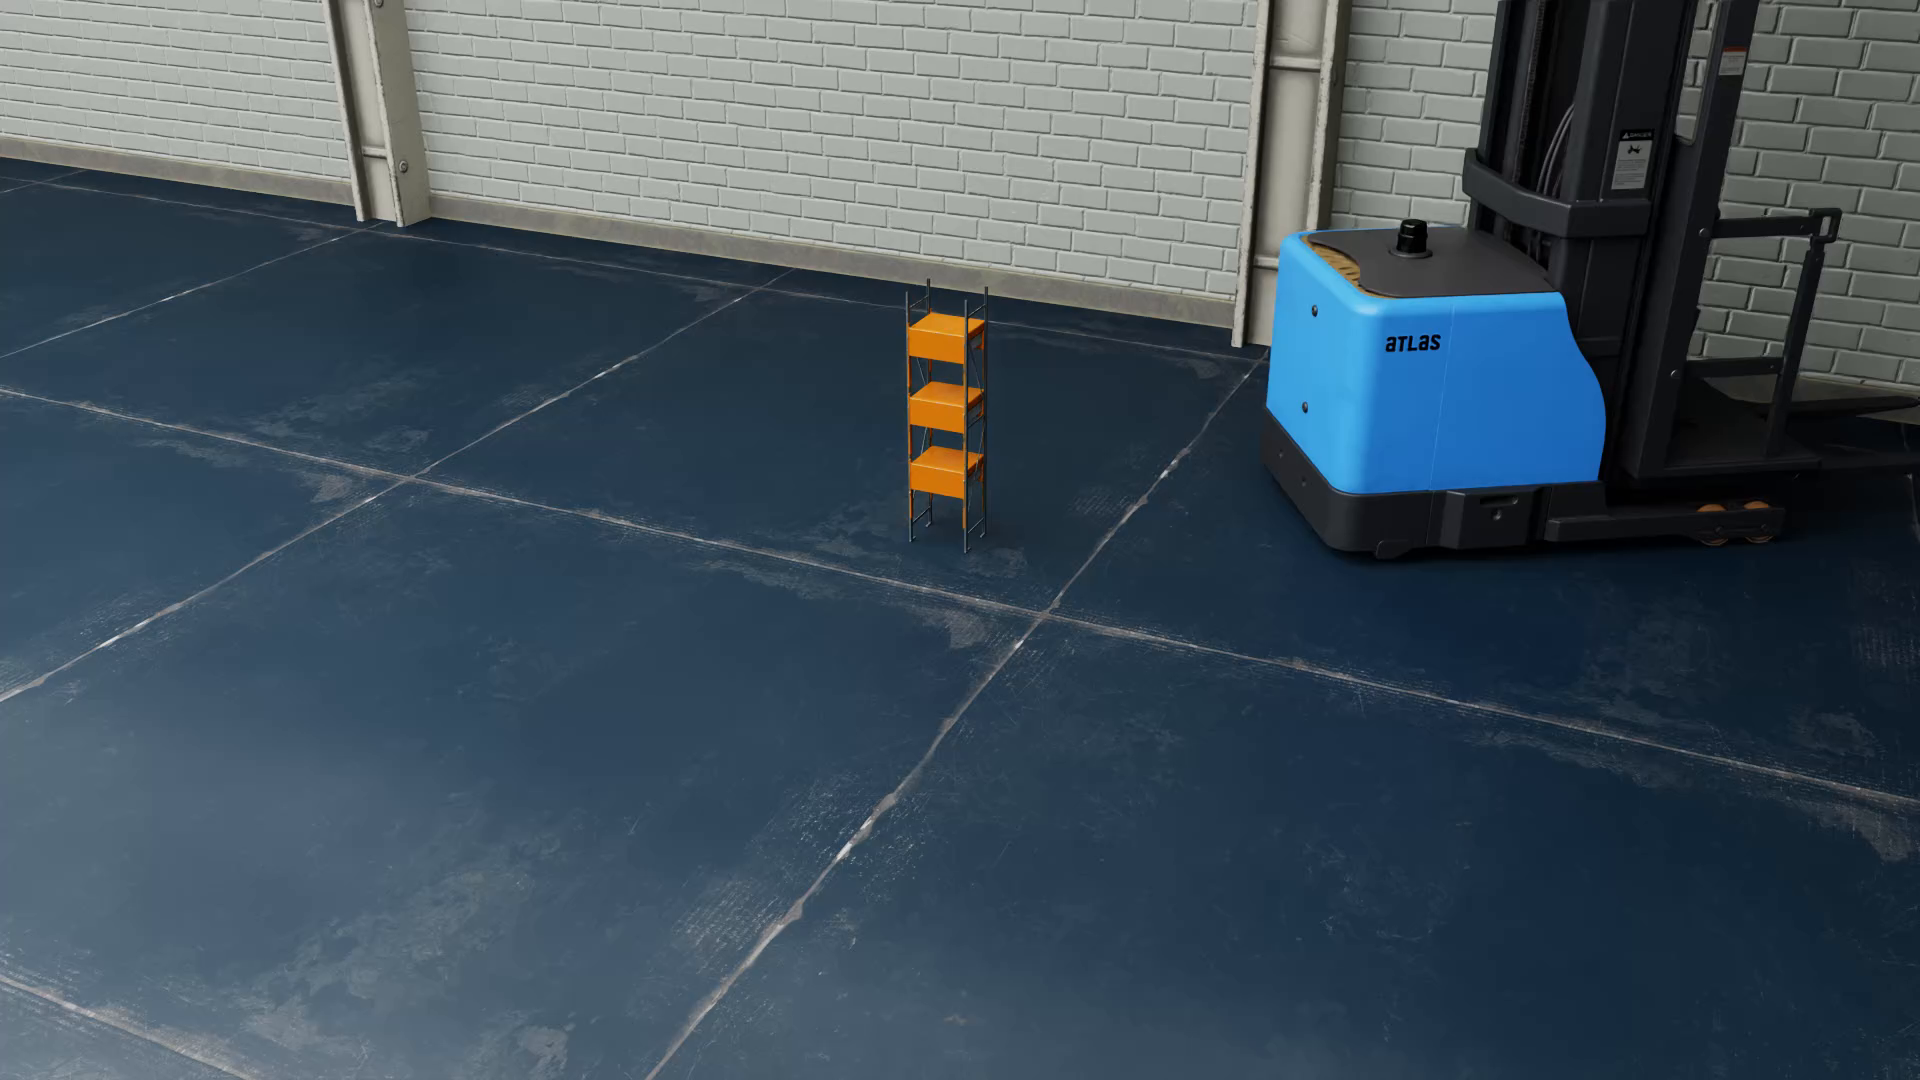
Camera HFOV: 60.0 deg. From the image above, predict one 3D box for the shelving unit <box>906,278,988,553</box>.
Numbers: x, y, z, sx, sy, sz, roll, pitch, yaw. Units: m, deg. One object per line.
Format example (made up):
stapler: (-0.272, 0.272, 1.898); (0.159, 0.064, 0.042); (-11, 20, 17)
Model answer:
shelving unit: (-0.049, -0.481, 6.538); (0.252, 1.050, 0.215); (11, 28, 22)

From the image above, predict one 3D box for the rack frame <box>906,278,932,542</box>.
rack frame: (-0.160, -0.503, 6.583); (0.008, 1.050, 0.200); (11, 28, 22)

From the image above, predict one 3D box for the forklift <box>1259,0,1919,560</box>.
forklift: (2.877, -1.519, 6.517); (3.031, 2.935, 1.130); (-4, 26, -7)

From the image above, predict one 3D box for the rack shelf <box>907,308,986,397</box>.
rack shelf: (-0.049, -0.726, 6.417); (0.240, 0.259, 0.215); (11, 28, 22)

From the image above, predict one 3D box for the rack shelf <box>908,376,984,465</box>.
rack shelf: (-0.049, -0.471, 6.543); (0.240, 0.259, 0.215); (11, 28, 22)

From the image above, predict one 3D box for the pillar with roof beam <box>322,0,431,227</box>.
pillar with roof beam: (-5.557, -4.461, 5.622); (0.400, 9.000, 9.100); (11, 28, 22)

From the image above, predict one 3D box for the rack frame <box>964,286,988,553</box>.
rack frame: (0.062, -0.458, 6.493); (0.008, 1.050, 0.200); (11, 28, 22)

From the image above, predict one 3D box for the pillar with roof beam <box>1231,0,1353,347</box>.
pillar with roof beam: (-0.095, -3.364, 3.394); (0.400, 9.000, 9.100); (11, 28, 22)

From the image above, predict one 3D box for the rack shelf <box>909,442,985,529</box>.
rack shelf: (-0.049, -0.222, 6.665); (0.240, 0.259, 0.215); (11, 28, 22)
